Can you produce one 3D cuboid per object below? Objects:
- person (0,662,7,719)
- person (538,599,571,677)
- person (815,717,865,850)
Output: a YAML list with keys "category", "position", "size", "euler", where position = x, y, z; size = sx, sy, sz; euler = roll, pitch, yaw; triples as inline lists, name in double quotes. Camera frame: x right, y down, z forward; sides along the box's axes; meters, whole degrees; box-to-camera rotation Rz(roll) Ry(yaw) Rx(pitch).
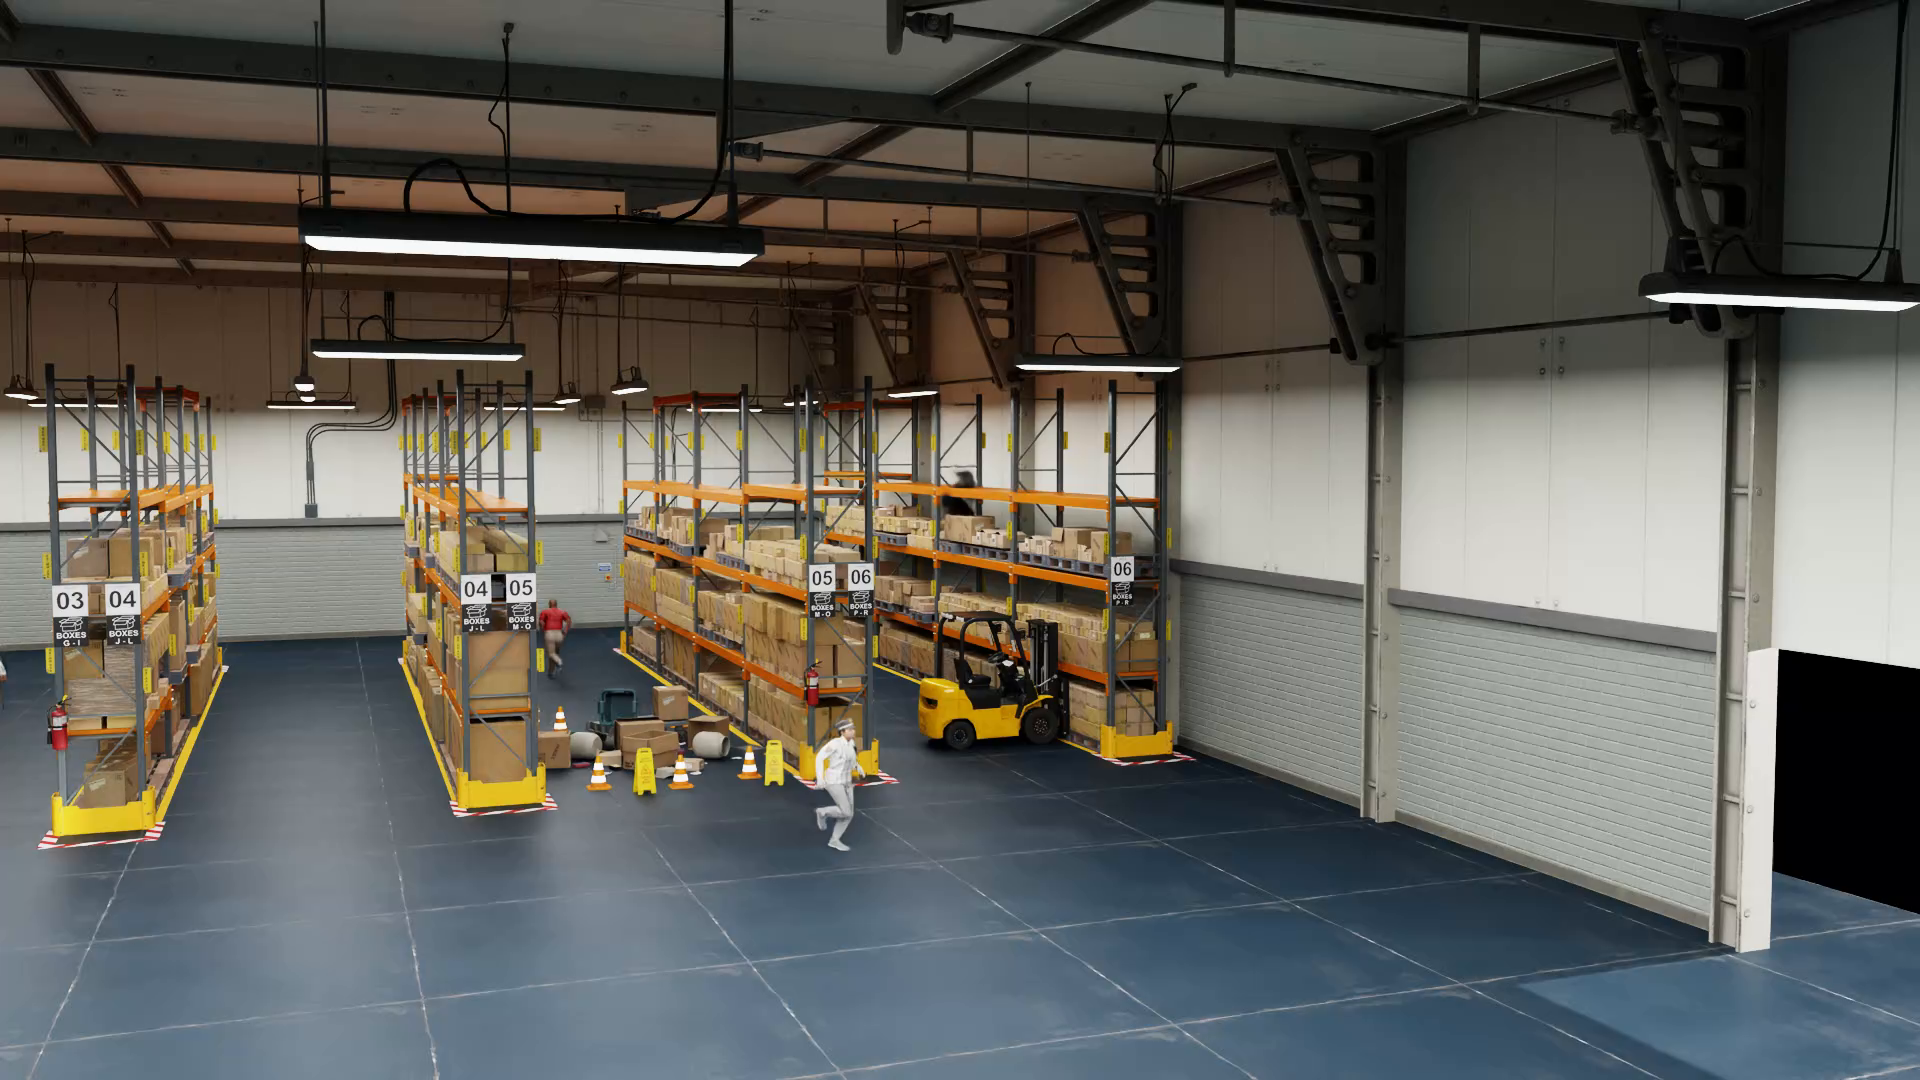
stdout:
- category: "person"
  position: [-16.115, 2.545, 27.555]
  size: [0.587, 1.672, 0.865]
  euler: [-2, 4, -32]
- category: "person"
  position: [-8.560, 2.121, 35.147]
  size: [0.664, 1.733, 1.050]
  euler: [-2, 4, -32]
- category: "person"
  position: [-1.479, 3.001, 20.504]
  size: [0.640, 1.649, 0.653]
  euler: [2, 4, 33]
